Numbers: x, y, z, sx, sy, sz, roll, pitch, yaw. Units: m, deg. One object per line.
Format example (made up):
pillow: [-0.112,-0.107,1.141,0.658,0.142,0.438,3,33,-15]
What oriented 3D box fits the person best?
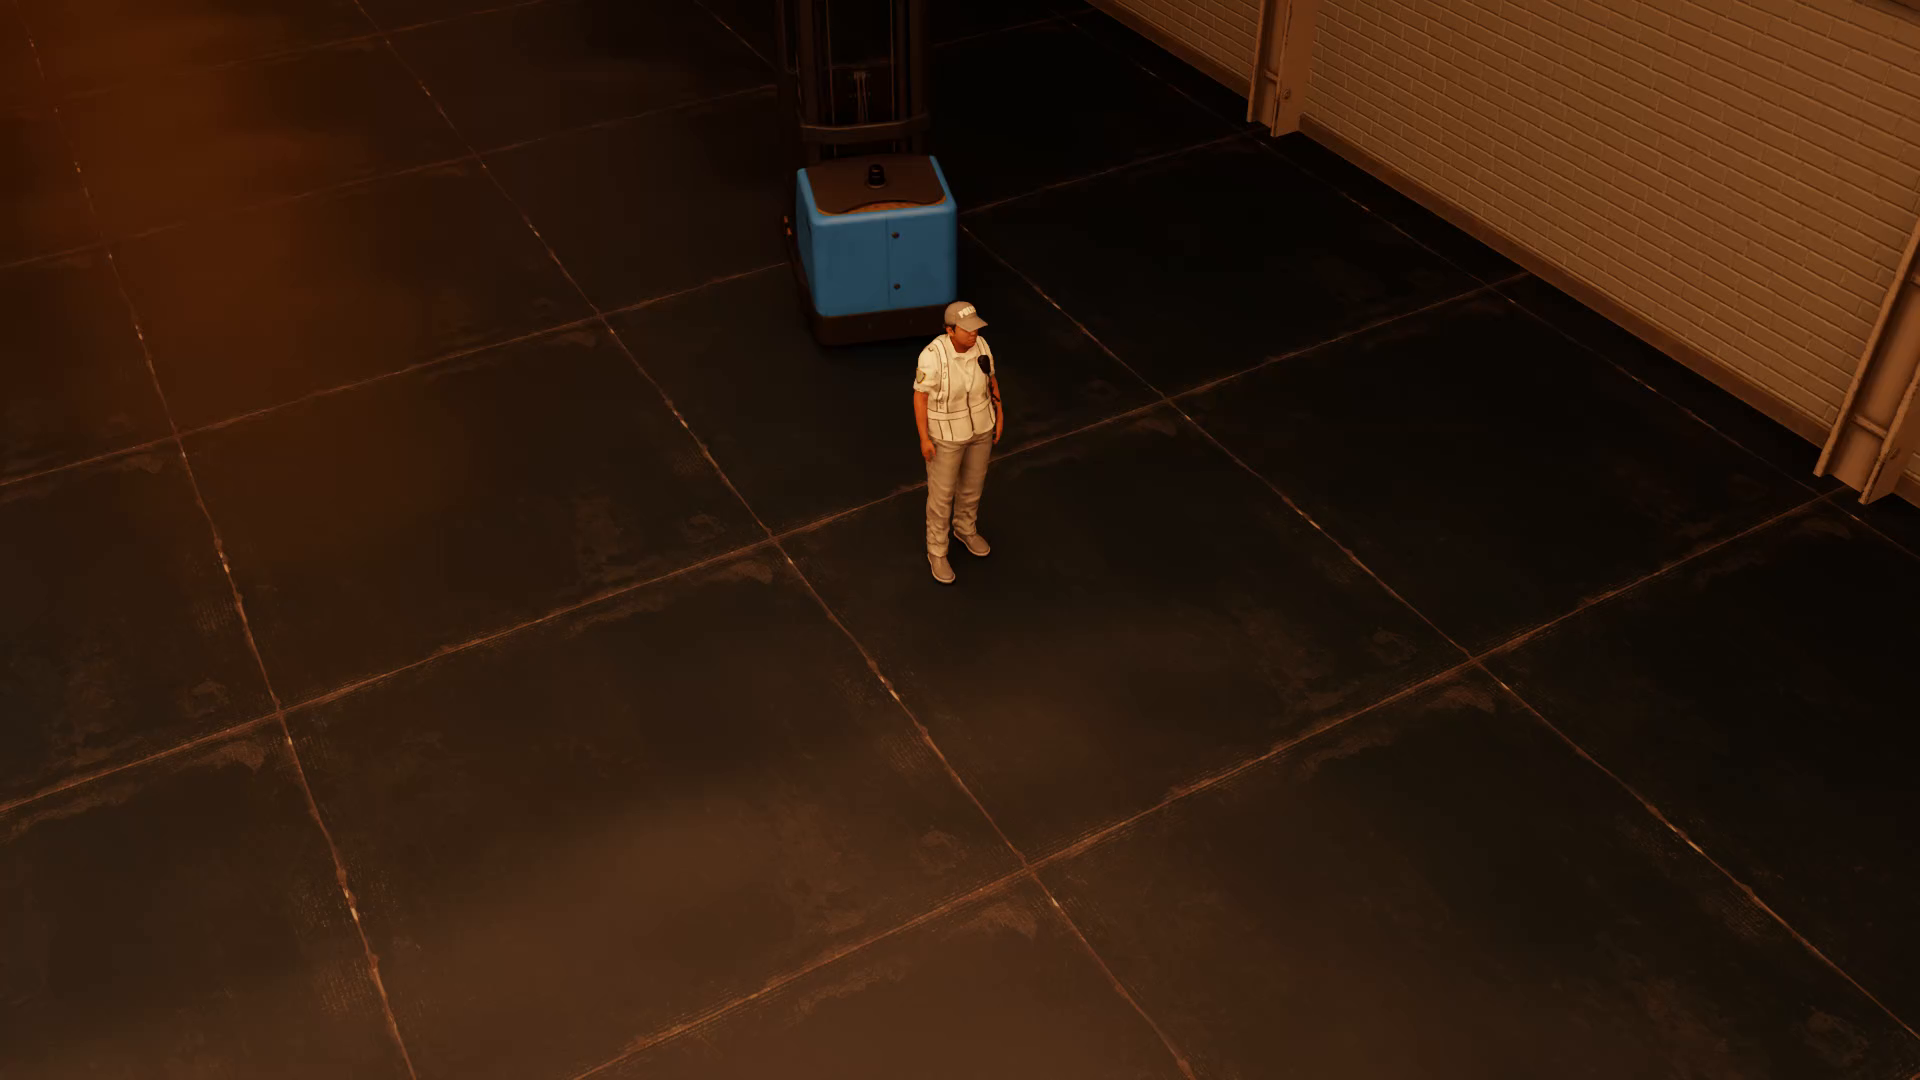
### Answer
person: [0.019,-0.598,9.735,0.599,1.669,0.529,-20,44,-23]

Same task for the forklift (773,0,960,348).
forklift: [-0.810,-3.446,12.190,1.130,2.935,3.031,-8,40,-9]
